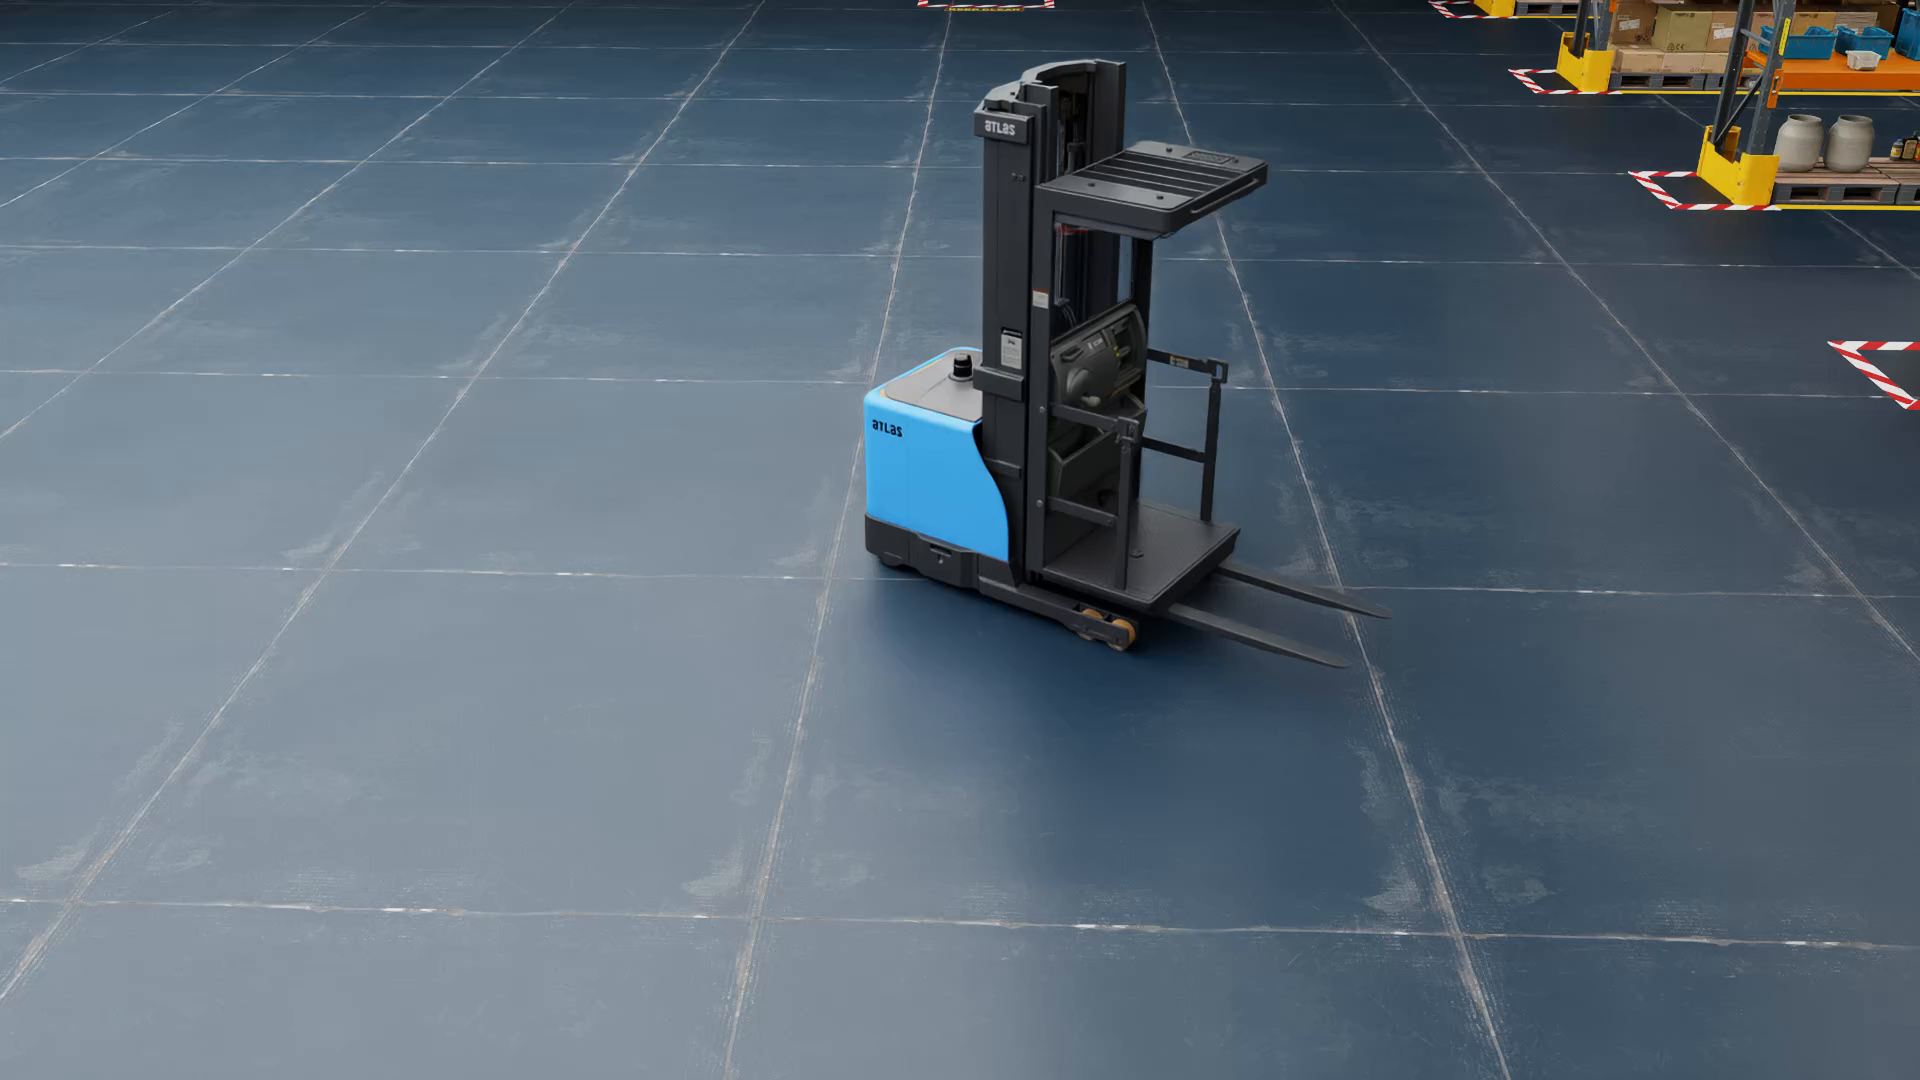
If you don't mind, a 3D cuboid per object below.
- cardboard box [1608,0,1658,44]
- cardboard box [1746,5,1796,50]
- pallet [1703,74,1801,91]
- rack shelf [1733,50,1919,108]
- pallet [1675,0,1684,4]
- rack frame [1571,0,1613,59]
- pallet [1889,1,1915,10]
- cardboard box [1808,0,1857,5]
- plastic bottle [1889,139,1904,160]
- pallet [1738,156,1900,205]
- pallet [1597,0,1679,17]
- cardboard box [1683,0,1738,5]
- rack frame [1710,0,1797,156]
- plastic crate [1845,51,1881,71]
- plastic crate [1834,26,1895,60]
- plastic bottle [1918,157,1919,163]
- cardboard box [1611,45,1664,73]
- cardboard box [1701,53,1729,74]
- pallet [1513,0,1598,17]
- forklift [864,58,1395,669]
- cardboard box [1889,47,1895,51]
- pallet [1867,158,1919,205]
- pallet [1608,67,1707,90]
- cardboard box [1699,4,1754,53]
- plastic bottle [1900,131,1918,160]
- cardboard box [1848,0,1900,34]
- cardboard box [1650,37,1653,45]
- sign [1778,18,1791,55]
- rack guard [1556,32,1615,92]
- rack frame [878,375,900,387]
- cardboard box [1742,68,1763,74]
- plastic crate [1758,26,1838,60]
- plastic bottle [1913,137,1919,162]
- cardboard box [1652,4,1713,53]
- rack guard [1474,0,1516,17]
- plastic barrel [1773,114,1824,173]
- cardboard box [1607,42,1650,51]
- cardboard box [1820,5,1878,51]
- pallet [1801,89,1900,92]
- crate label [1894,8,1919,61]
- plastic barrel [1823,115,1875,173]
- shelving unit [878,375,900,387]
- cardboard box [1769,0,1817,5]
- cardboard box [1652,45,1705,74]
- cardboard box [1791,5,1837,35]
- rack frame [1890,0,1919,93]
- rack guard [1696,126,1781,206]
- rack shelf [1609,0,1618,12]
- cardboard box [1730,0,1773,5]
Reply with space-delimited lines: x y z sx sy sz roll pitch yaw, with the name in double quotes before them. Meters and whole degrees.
"cardboard box" 8.552 -6.650 21.280 0.500 0.500 0.500 1 28 2
"cardboard box" 10.032 -6.381 20.771 0.500 0.500 0.500 1 28 2
"pallet" 9.987 -5.972 21.289 1.213 0.211 1.003 1 28 2
"rack shelf" 9.825 -4.549 16.396 4.000 0.370 1.077 1 28 2
"pallet" 11.501 -8.233 25.556 1.213 0.211 1.003 1 28 2
"rack frame" 8.005 -7.218 20.664 0.127 3.000 1.000 1 28 2
"pallet" 14.174 -8.208 25.508 1.213 0.211 1.003 1 28 2
"cardboard box" 11.050 -6.613 21.208 0.500 0.500 0.500 1 28 2
"plastic bottle" 9.678 -4.032 17.172 0.097 0.201 0.097 0 28 0
"pallet" 8.716 -3.672 16.952 1.213 0.211 1.003 1 28 2
"pallet" 10.279 -8.252 25.591 1.213 0.211 1.003 1 28 2
"cardboard box" 9.552 -6.641 21.261 0.500 0.500 0.500 1 28 2
"rack frame" 7.827 -4.900 16.290 0.127 3.000 1.000 1 28 2
"plastic crate" 8.710 -4.618 16.040 0.250 0.136 0.298 1 28 2
"plastic crate" 8.986 -4.952 16.548 0.408 0.251 0.499 1 28 2
"plastic bottle" 9.925 -4.002 17.027 0.133 0.283 0.061 1 28 2
"cardboard box" 8.533 -6.076 20.996 0.500 0.250 0.500 1 28 2
"cardboard box" 9.533 -6.061 20.968 0.500 0.250 0.500 1 28 2
"pallet" 9.063 -8.273 25.632 1.213 0.211 1.003 1 28 2
"forklift" 0.931 -0.974 8.959 3.031 2.935 1.130 18 33 30
"cardboard box" 11.532 -6.028 20.906 0.500 0.250 0.500 1 28 2
"pallet" 9.932 -3.651 16.912 1.213 0.211 1.003 1 28 2
"pallet" 8.771 -5.993 21.330 1.213 0.211 1.003 1 28 2
"cardboard box" 9.533 -6.397 20.802 0.500 0.500 0.500 1 28 2
"plastic bottle" 9.795 -4.075 17.165 0.133 0.283 0.061 2 28 3
"cardboard box" 11.550 -6.608 21.200 0.500 0.500 0.500 1 28 2
"cardboard box" 9.052 -6.315 21.448 0.500 0.250 0.500 1 28 2
"sign" 7.803 -4.764 15.740 0.005 0.325 0.100 1 28 2
"rack guard" 7.981 -6.114 21.250 0.348 0.500 1.175 1 28 2
"rack frame" -0.431 -0.577 10.377 0.006 0.900 0.240 18 33 30
"cardboard box" 10.032 -6.050 20.948 0.500 0.250 0.500 1 28 2
"plastic crate" 8.337 -4.966 16.573 0.616 0.251 0.499 1 28 2
"plastic bottle" 9.928 -4.048 17.123 0.135 0.276 0.152 1 28 2
"cardboard box" 9.033 -6.400 20.807 0.500 0.500 0.500 1 28 2
"rack guard" 8.252 -8.431 25.621 0.348 0.500 1.175 1 28 2
"plastic barrel" 8.487 -4.011 16.821 0.421 0.512 0.421 0 28 0
"cardboard box" 8.552 -6.318 21.453 0.500 0.250 0.500 1 28 2
"cardboard box" 11.032 -6.373 20.756 0.500 0.500 0.500 1 28 2
"pallet" 11.209 -5.953 21.254 1.213 0.211 1.003 1 28 2
"crate label" 9.676 -5.011 16.463 0.616 0.435 0.502 1 28 2
"plastic barrel" 8.988 -4.002 16.806 0.421 0.512 0.421 0 28 0
"shelving unit" -0.347 -0.549 10.326 0.210 0.900 0.258 18 33 30
"cardboard box" 10.551 -6.625 21.231 0.500 0.500 0.500 1 28 2
"cardboard box" 9.033 -6.069 20.984 0.500 0.250 0.500 1 28 2
"cardboard box" 10.532 -6.379 20.768 0.500 0.500 0.500 1 28 2
"rack frame" 12.003 -7.152 20.539 0.127 3.000 1.000 1 28 2
"rack guard" 7.904 -3.816 16.915 0.348 0.500 1.175 1 28 2
"rack shelf" 10.004 -6.867 20.770 4.000 0.370 1.077 1 28 2
"cardboard box" 10.051 -6.632 21.245 0.500 0.500 0.500 1 28 2
